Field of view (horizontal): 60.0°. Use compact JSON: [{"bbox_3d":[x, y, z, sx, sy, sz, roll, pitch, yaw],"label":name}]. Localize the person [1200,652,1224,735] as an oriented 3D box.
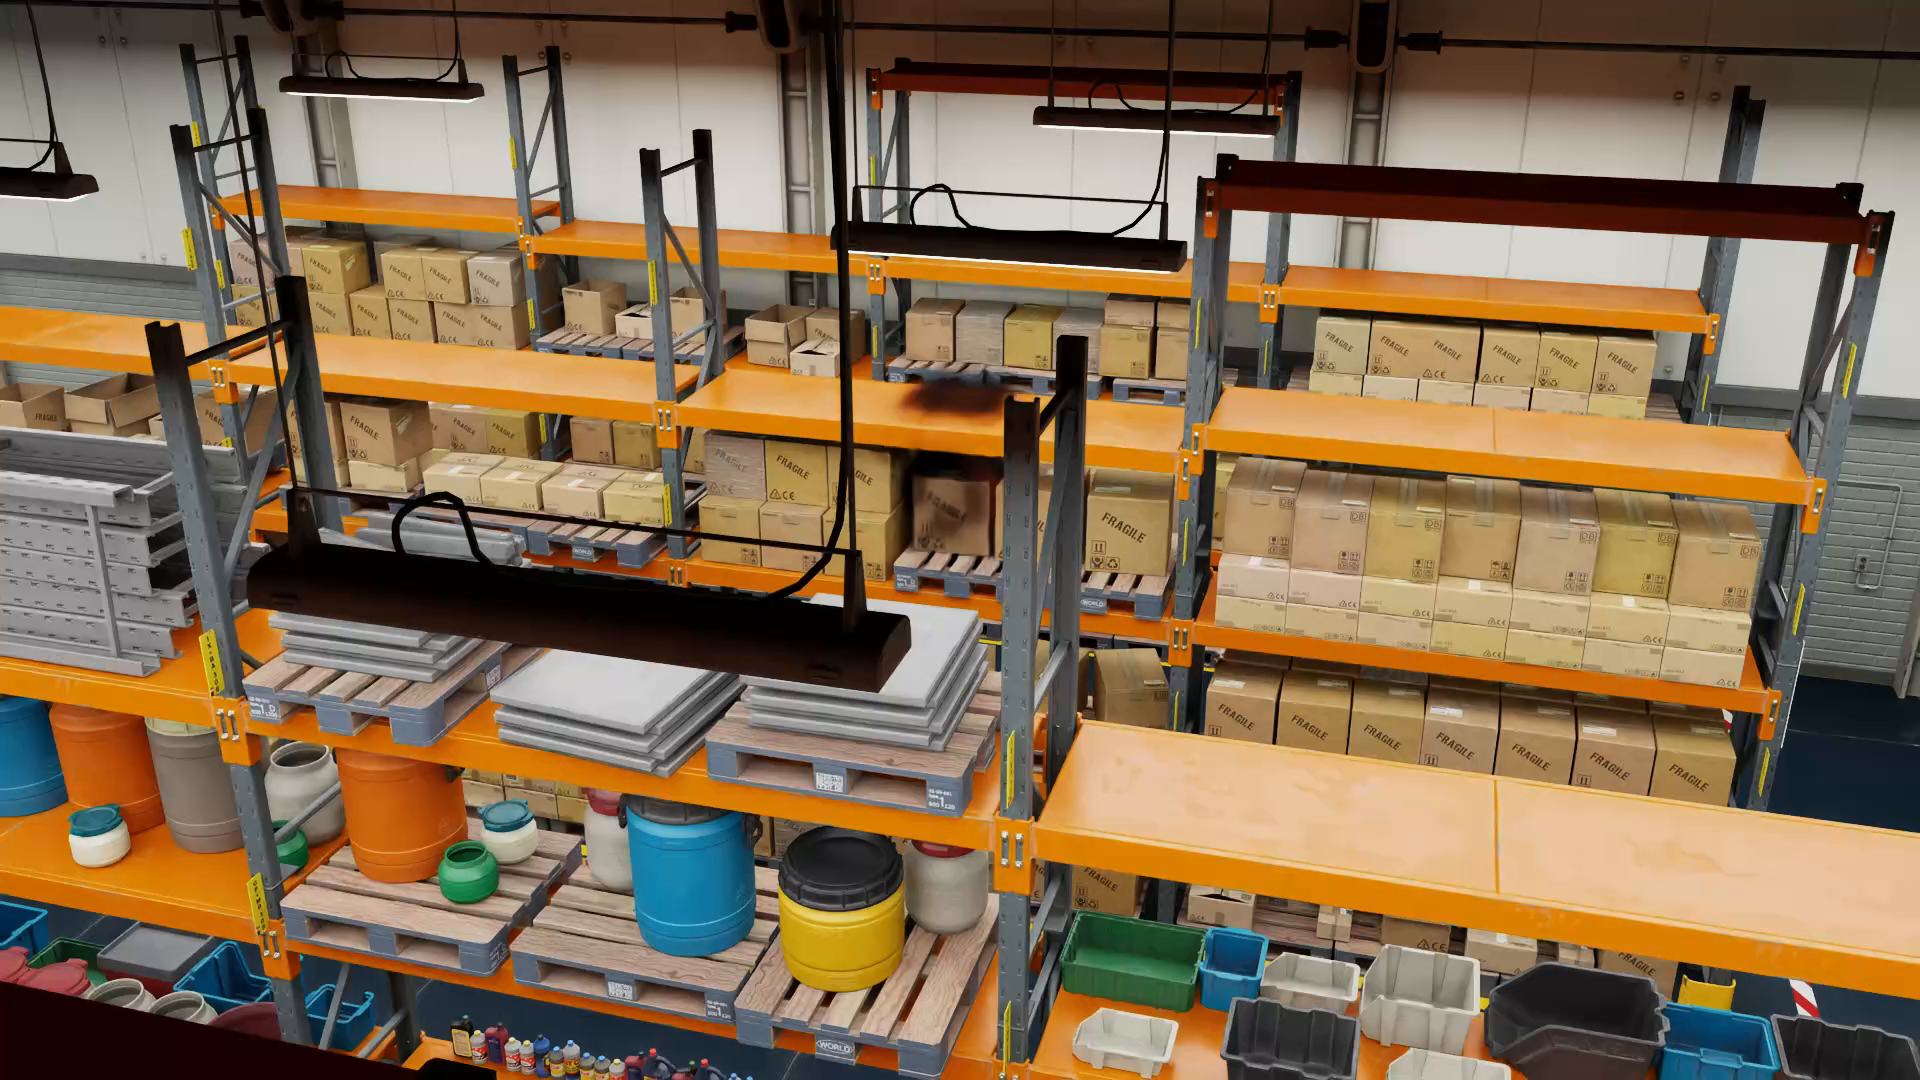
[{"bbox_3d":[2.729,1.152,15.508,0.932,1.813,0.745,6,23,14],"label":"person"}]
